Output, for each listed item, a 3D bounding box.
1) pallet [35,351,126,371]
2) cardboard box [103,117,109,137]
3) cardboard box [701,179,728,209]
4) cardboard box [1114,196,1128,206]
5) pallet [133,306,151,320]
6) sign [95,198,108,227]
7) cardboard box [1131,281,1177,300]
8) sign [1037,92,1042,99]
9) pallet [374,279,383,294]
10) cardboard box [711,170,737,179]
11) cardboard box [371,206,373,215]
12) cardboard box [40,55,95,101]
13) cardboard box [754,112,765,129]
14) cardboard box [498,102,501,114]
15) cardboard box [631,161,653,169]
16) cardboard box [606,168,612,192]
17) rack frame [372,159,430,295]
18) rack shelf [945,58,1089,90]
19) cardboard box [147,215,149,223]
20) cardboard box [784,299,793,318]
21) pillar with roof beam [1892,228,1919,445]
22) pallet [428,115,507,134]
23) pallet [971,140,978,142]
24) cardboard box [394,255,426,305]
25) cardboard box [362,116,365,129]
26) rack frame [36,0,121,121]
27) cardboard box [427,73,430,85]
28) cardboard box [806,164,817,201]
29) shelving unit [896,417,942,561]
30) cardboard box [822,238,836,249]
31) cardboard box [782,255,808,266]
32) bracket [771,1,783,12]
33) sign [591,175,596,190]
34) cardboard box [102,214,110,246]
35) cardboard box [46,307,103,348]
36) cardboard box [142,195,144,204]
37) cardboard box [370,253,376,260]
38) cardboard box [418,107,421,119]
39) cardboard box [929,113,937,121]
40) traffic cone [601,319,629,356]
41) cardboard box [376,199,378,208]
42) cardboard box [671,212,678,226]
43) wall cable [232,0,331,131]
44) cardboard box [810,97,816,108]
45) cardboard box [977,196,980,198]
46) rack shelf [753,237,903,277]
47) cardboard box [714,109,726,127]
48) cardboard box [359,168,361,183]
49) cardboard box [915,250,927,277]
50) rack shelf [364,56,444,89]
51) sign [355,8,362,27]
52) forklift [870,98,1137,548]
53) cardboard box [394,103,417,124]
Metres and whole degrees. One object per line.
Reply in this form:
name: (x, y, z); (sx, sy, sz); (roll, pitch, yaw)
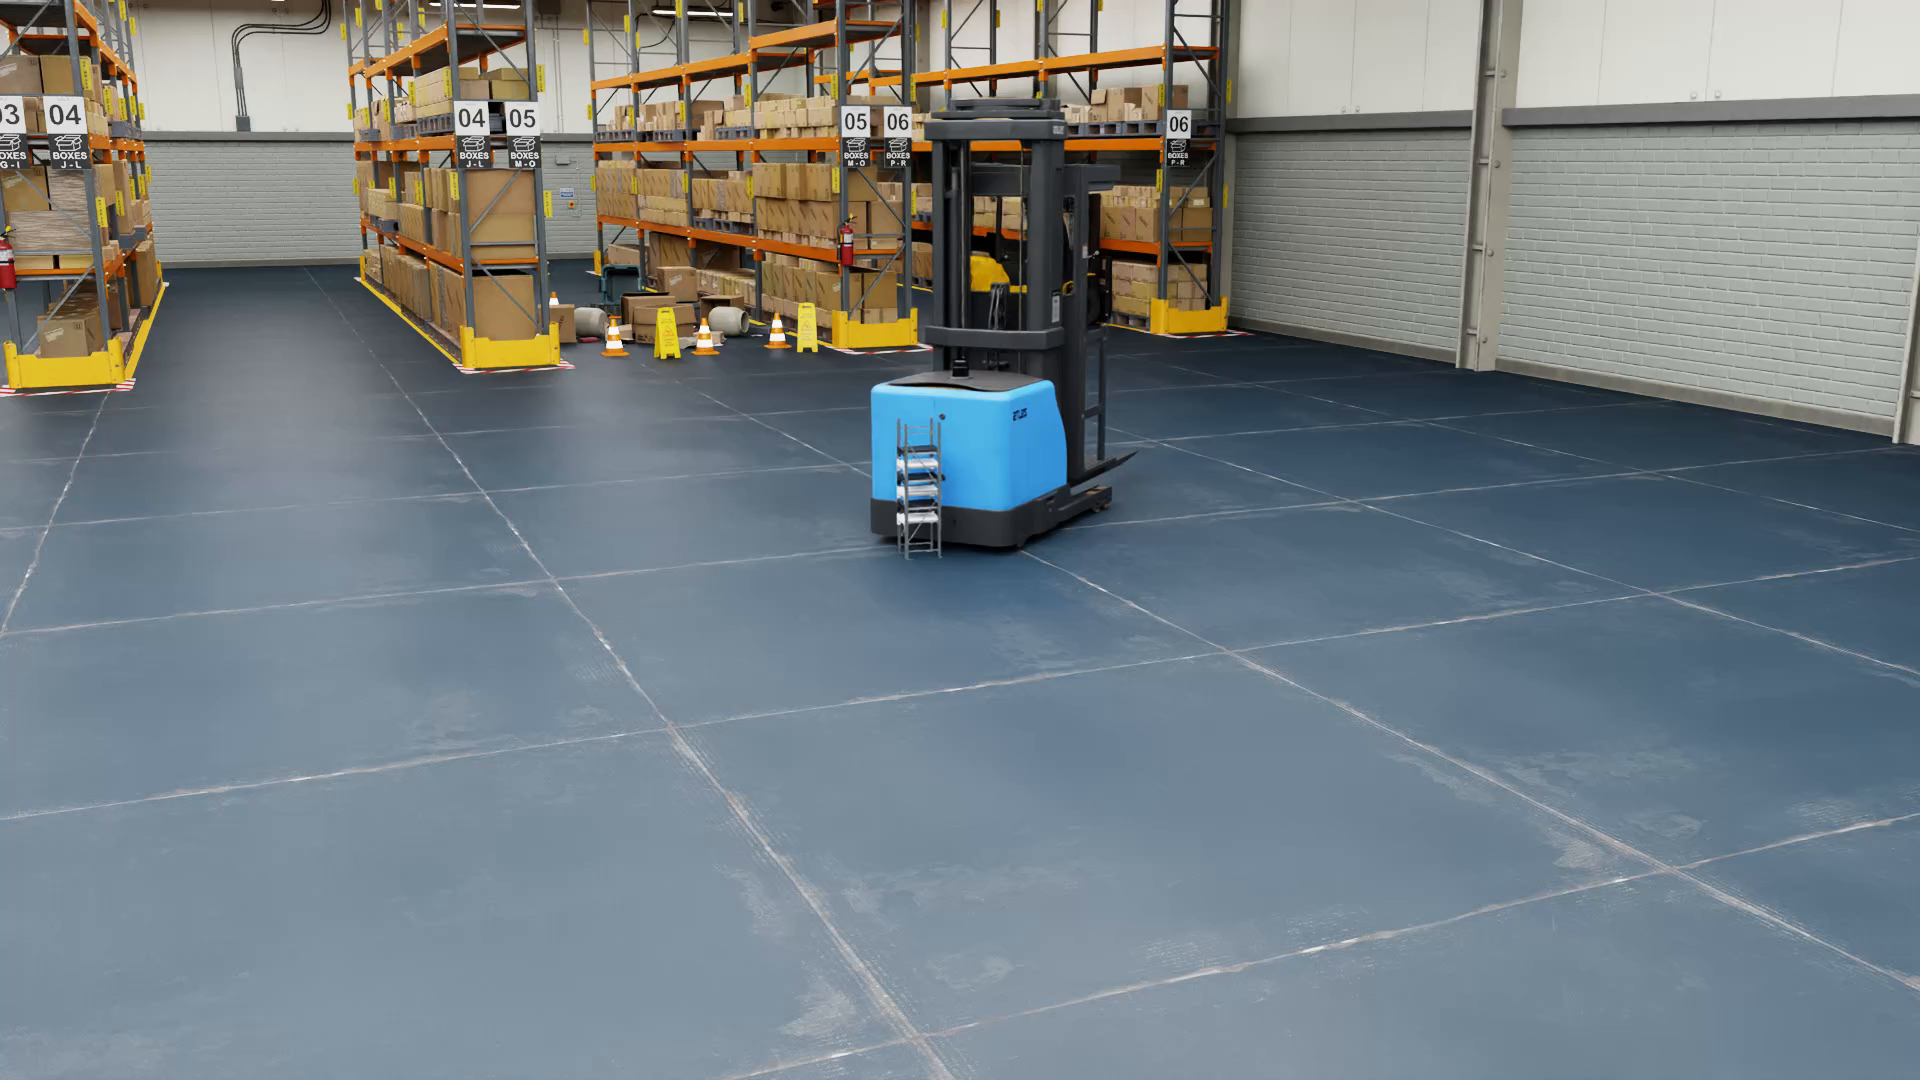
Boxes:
pallet: (-10.546, -2.068, 19.837); (1.003, 0.211, 1.213); (-6, 14, -23)
cardboard box: (-11.403, -5.384, 21.660); (0.500, 0.250, 0.500); (-5, 14, -21)
cardboard box: (-4.163, -5.965, 28.678); (0.500, 0.500, 0.500); (-5, 14, -20)
cardboard box: (2.592, -5.207, 25.557); (0.380, 0.149, 0.250); (-6, 14, -25)
pallet: (-13.674, -3.704, 26.904); (1.003, 0.211, 1.213); (-6, 14, -23)
sign: (-9.725, -3.711, 18.830); (0.100, 0.325, 0.005); (-6, 14, -23)
cardboard box: (2.923, -3.765, 25.042); (0.500, 0.250, 0.500); (-6, 14, -24)
sign: (1.309, -7.226, 27.442); (0.100, 0.325, 0.005); (-6, 14, -23)
pallet: (-10.746, -4.923, 32.173); (1.003, 0.211, 1.213); (-6, 14, -23)
cardboard box: (-4.320, -6.447, 30.136); (0.500, 0.500, 0.500); (-6, 14, -25)
cardboard box: (-10.495, -5.997, 30.253); (0.380, 0.149, 0.250); (-6, 14, -23)
cardboard box: (-10.570, -5.469, 19.707); (0.500, 0.500, 0.500); (-6, 14, -23)
cardboard box: (-2.819, -6.379, 25.299); (0.500, 0.250, 0.500); (-6, 14, -24)
cardboard box: (-5.584, -5.412, 20.851); (0.380, 0.149, 0.250); (-5, 14, -22)
cardboard box: (-6.364, -7.501, 33.248); (0.380, 0.149, 0.250); (-6, 14, -24)
cardboard box: (-7.193, -7.640, 35.287); (0.500, 0.500, 0.500); (-6, 14, -23)
rack frame: (-10.444, -6.146, 31.273); (1.000, 3.000, 0.127); (-6, 14, -23)
rack shelf: (1.001, -8.201, 29.329); (1.077, 0.370, 4.000); (-6, 14, -23)
cardboard box: (-15.575, -6.063, 31.472); (0.380, 0.149, 0.250); (-5, 14, -22)
cardboard box: (-2.316, -3.461, 24.840); (0.500, 0.250, 0.500); (-6, 14, -24)
pillar with roof beam: (4.814, -4.864, 12.428); (9.100, 9.000, 0.400); (-6, 14, -23)
pallet: (-6.437, -5.490, 21.982); (1.003, 0.211, 1.213); (-6, 14, -23)
pallet: (0.554, -7.474, 30.777); (1.213, 0.211, 1.003); (-5, 14, -20)
cardboard box: (-8.680, -4.294, 27.330); (1.050, 0.750, 0.750); (-6, 14, -24)
cardboard box: (-11.273, -8.066, 32.141); (0.500, 0.250, 0.500); (-5, 14, -21)
rack frame: (-13.427, -7.815, 25.180); (1.000, 3.000, 0.127); (-6, 14, -23)
cardboard box: (-6.796, -6.054, 21.858); (0.380, 0.149, 0.250); (-6, 14, -23)
cardboard box: (-1.743, -5.007, 23.251); (0.700, 0.500, 0.500); (-5, 14, -22)
shelving unit: (-0.266, -0.331, 10.803); (0.258, 0.900, 0.210); (-3, 13, -15)
cardboard box: (-1.691, -4.113, 23.044); (0.380, 0.149, 0.250); (-6, 14, -24)
cardboard box: (-2.442, -4.169, 24.794); (0.380, 0.149, 0.250); (-5, 14, -20)
bracket: (-4.700, -13.748, 42.830); (0.235, 0.232, 0.430); (-6, 14, -23)
sign: (-8.062, -7.852, 36.548); (0.100, 0.325, 0.005); (-6, 14, -23)
cardboard box: (-11.240, -3.961, 20.948); (0.875, 0.500, 0.500); (-6, 14, -23)
cardboard box: (-10.961, -2.609, 20.600); (0.500, 0.500, 0.500); (-4, 14, -18)
cardboard box: (-15.177, -6.381, 30.296); (0.500, 0.500, 0.500); (-6, 14, -23)
cardboard box: (-11.603, -5.669, 33.283); (0.380, 0.149, 0.250); (-5, 14, -22)
cardboard box: (-7.300, -5.926, 23.075); (0.380, 0.149, 0.250); (-6, 14, -23)
cardboard box: (-0.370, -8.123, 31.950); (0.380, 0.149, 0.250); (-6, 14, -25)
traffic cone: (-4.549, -2.669, 21.875); (0.336, 0.463, 0.334); (-6, 14, -23)
cardboard box: (-10.079, -5.927, 29.294); (0.380, 0.149, 0.250); (-6, 14, -24)
cardboard box: (-5.006, -5.900, 30.541); (0.500, 0.250, 0.500); (-5, 14, -22)
wall cable: (-15.739, -12.515, 38.352); (2.277, 5.999, 0.120); (-6, 14, -23)
cardboard box: (-1.881, -6.122, 23.303); (0.380, 0.149, 0.250); (-6, 14, -23)
cardboard box: (0.536, -6.301, 30.283); (0.380, 0.149, 0.250); (-5, 14, -22)
rack shelf: (-1.943, -4.198, 24.449); (1.077, 0.370, 4.000); (-6, 14, -23)
cardboard box: (-3.710, -6.987, 28.024); (0.797, 0.503, 0.637); (-6, 14, -23)
cardboard box: (-11.902, -7.433, 33.734); (0.500, 0.500, 0.500); (-5, 14, -21)
cardboard box: (-0.570, -5.504, 33.110); (0.500, 0.500, 0.500); (-5, 14, -21)
rack shelf: (-9.643, -8.110, 28.937); (1.077, 0.370, 4.000); (-6, 14, -23)
sign: (-10.949, -9.517, 30.287); (0.100, 0.325, 0.005); (-6, 14, -23)
forklift: (0.485, -1.662, 12.052); (1.130, 2.935, 3.031); (6, 14, 25)
cardboard box: (-8.753, -6.822, 26.583); (0.500, 0.311, 0.500); (-6, 14, -23)
